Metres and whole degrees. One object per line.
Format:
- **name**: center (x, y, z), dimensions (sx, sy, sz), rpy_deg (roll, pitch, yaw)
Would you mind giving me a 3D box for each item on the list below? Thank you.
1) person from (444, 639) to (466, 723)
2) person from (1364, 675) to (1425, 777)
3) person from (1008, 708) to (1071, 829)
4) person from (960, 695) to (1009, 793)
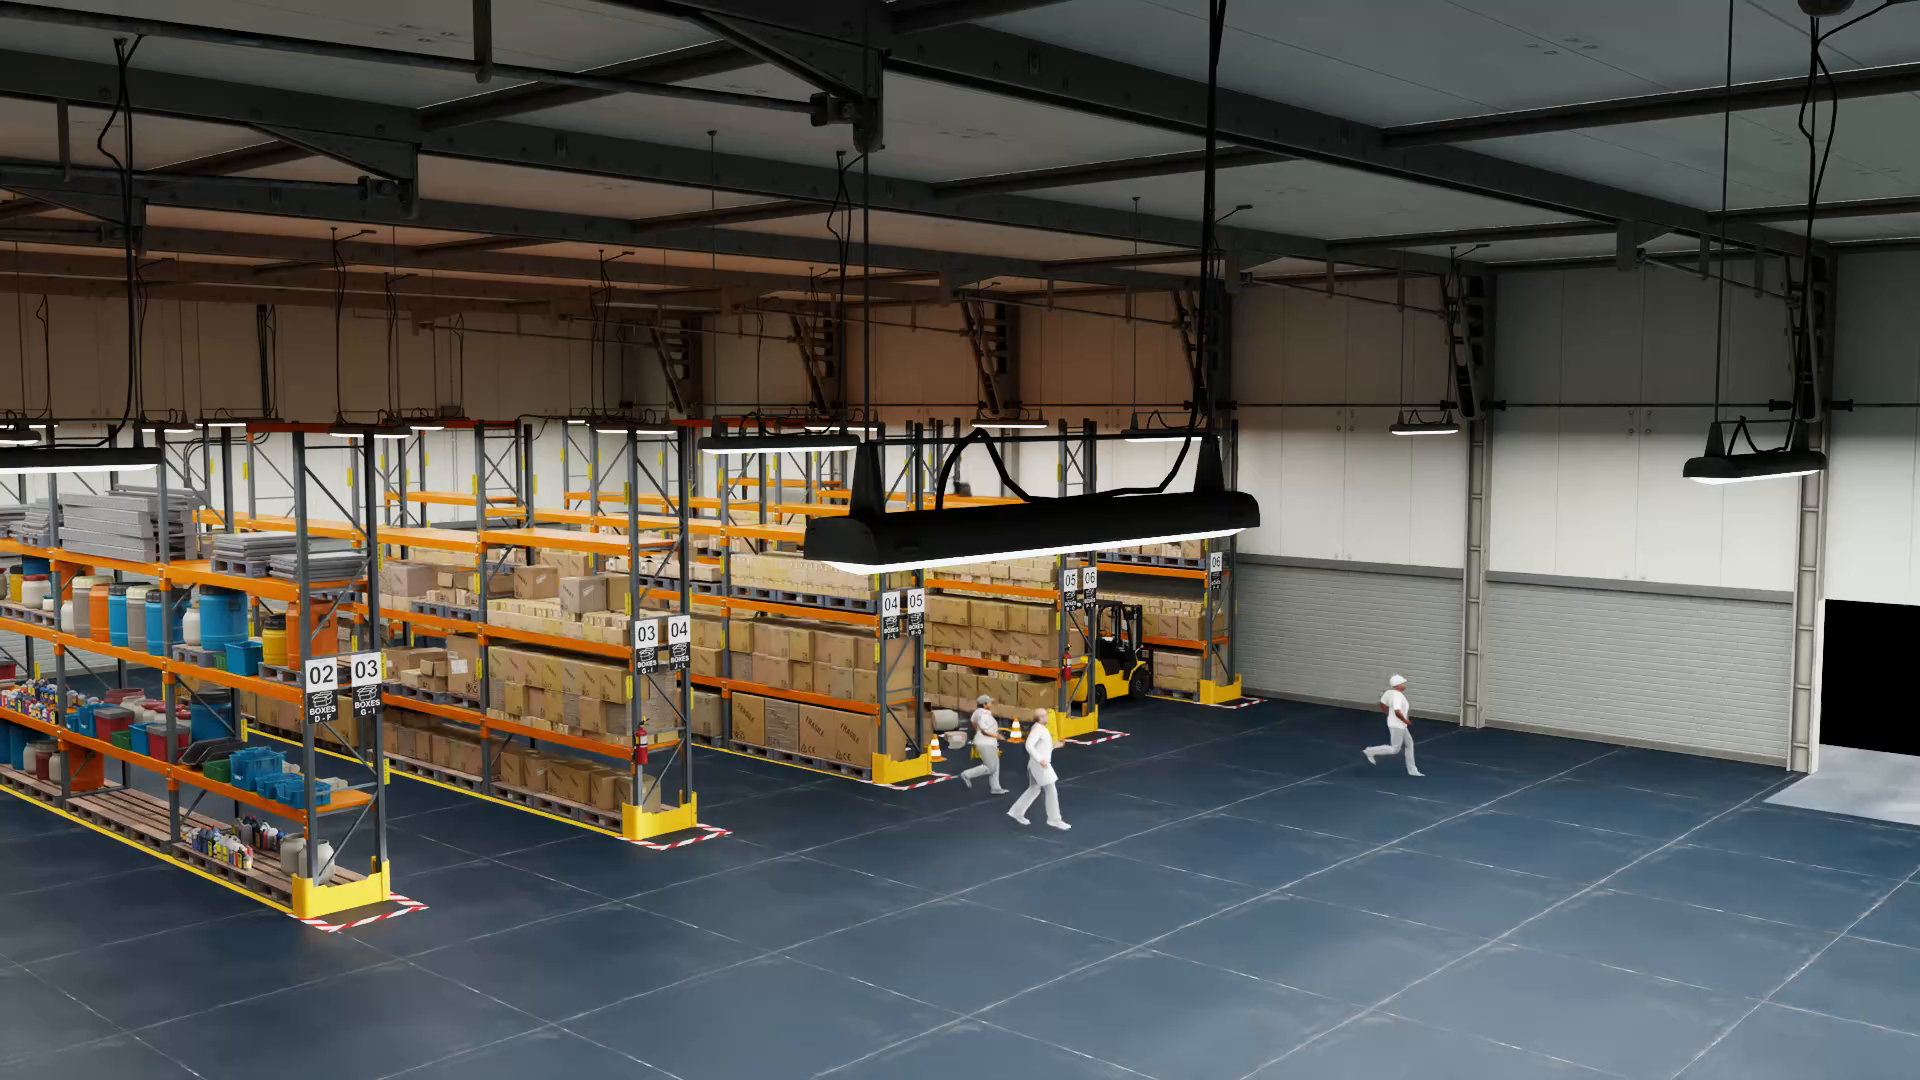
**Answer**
- **person**: center (-10.167, 2.768, 33.282), dimensions (0.858, 1.730, 0.592), rpy_deg (3, 6, 34)
- **person**: center (7.406, 3.166, 28.289), dimensions (1.053, 1.738, 0.676), rpy_deg (1, 5, 9)
- **person**: center (1.179, 3.399, 24.759), dimensions (0.940, 1.802, 0.704), rpy_deg (-1, 5, -7)
- **person**: center (0.391, 3.313, 26.931), dimensions (0.816, 1.637, 0.608), rpy_deg (-1, 5, -10)
